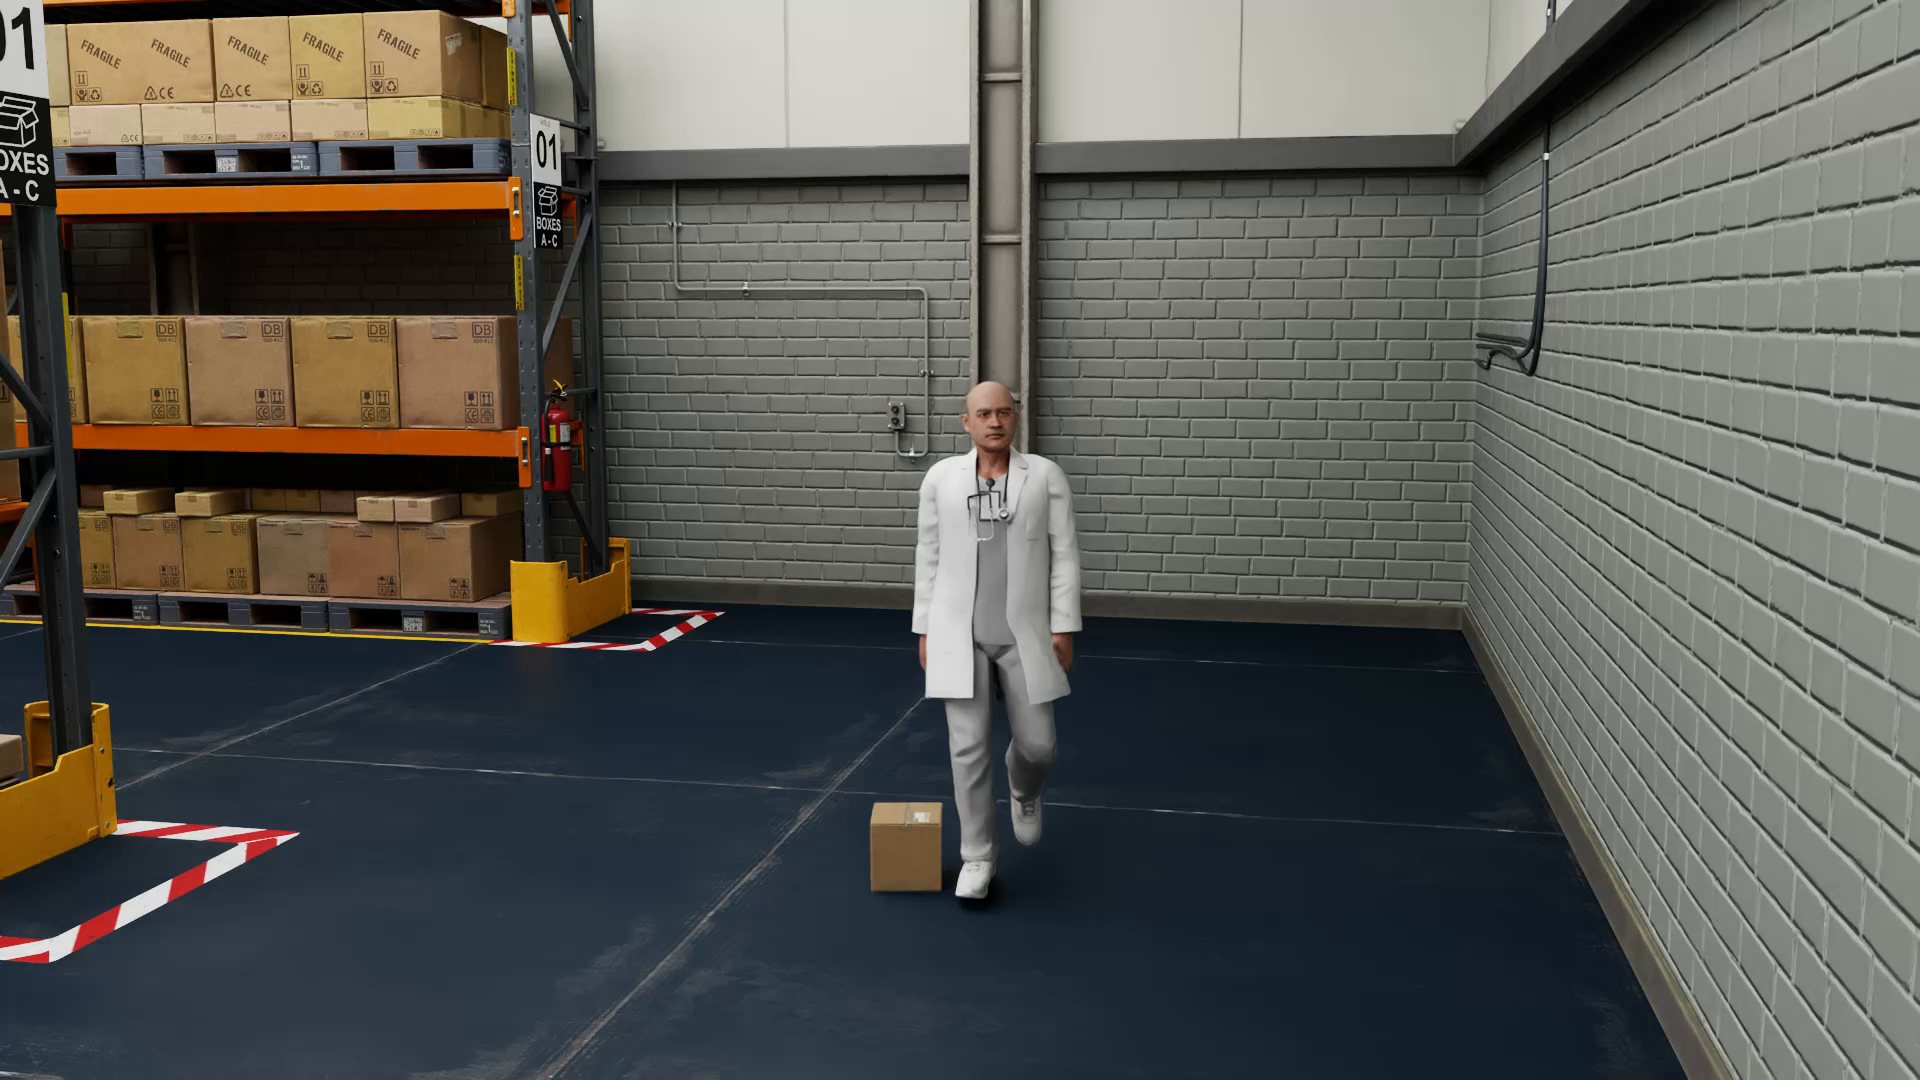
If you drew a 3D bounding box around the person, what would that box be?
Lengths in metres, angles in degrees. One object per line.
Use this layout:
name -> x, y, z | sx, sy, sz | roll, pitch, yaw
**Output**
person -> 0.129, 0.321, 5.876 | 0.603, 1.761, 0.725 | 0, 8, 3
